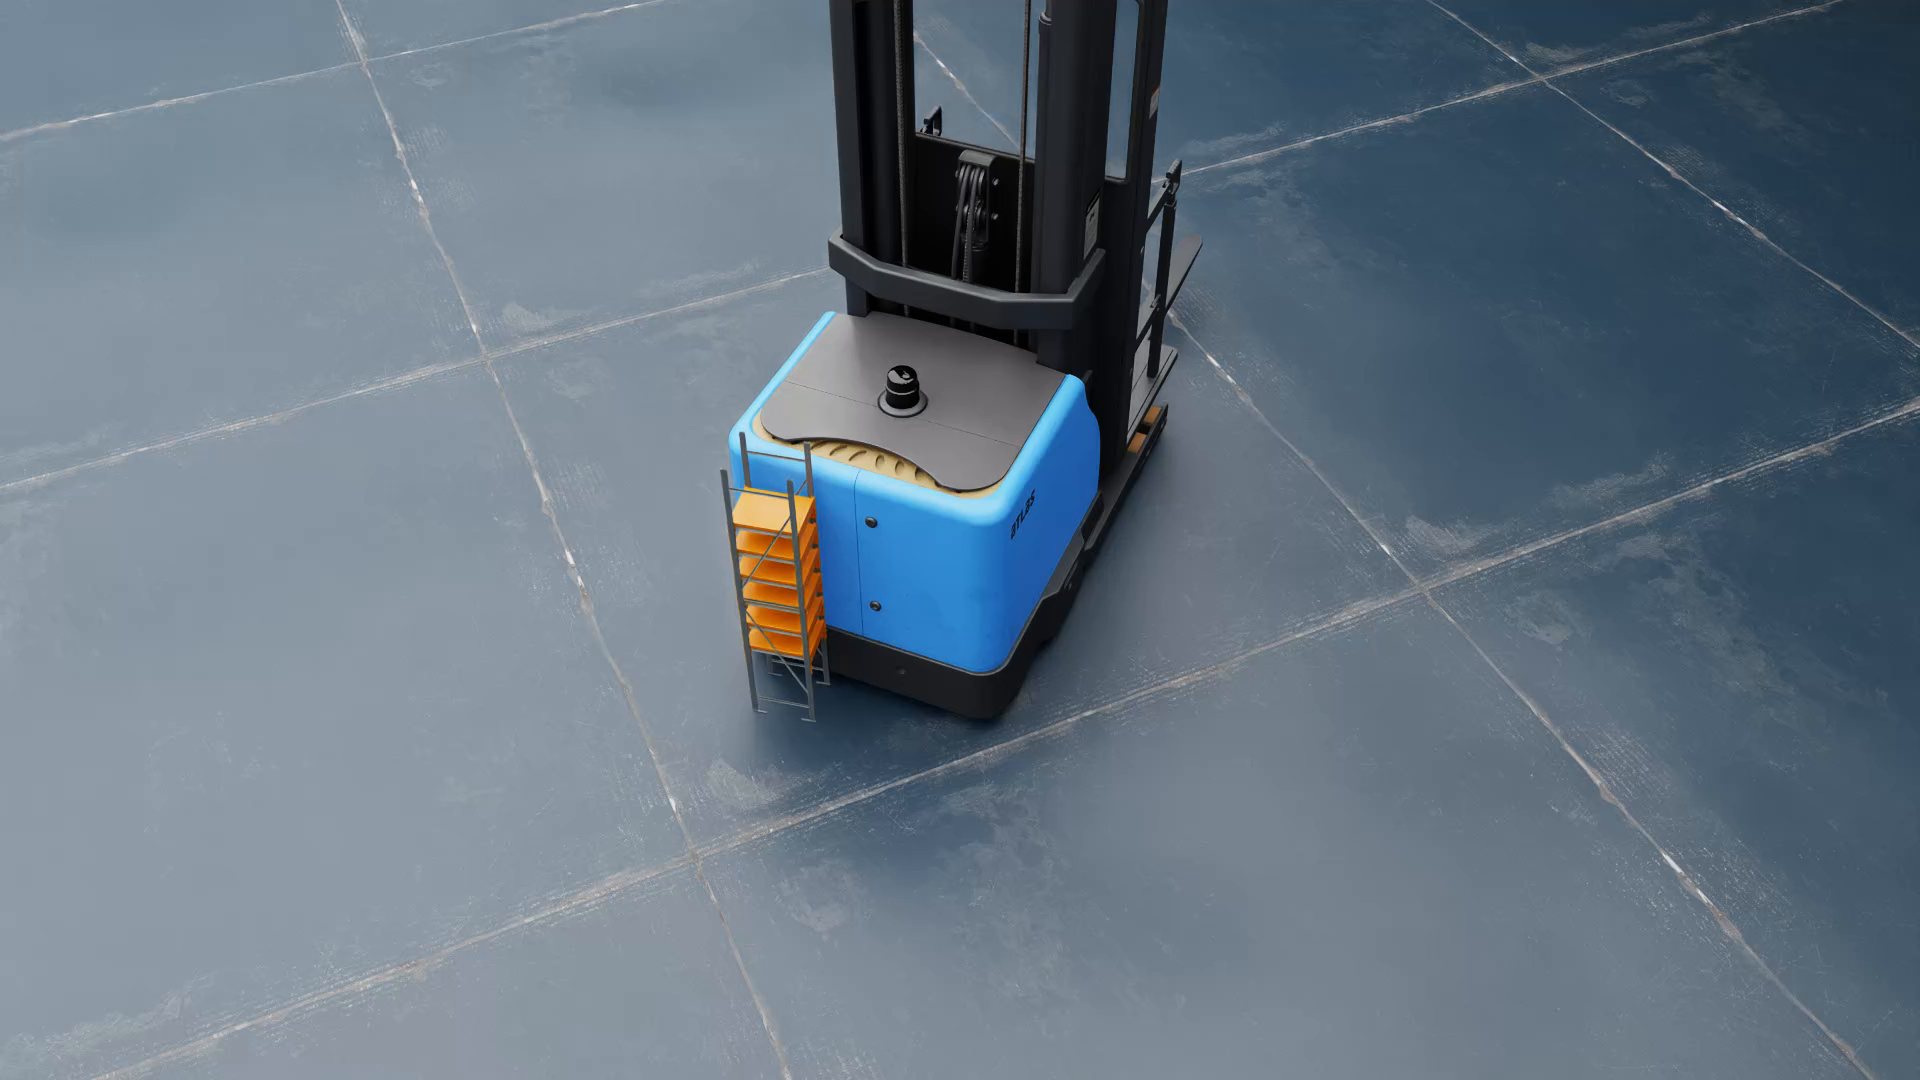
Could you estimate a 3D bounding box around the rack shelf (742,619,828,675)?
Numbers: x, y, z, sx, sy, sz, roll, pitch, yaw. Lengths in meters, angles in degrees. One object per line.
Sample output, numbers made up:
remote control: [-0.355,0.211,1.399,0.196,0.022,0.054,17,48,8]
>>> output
rack shelf: [-0.623,0.360,5.936,0.258,0.103,0.180,9,45,9]

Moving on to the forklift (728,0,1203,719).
forklift: [0.246,-1.446,6.129,1.130,2.935,3.031,17,47,16]

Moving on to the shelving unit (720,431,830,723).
shelving unit: [-0.623,0.157,5.736,0.258,1.200,0.189,9,45,9]

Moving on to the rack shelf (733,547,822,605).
rack shelf: [-0.623,0.104,5.683,0.258,0.103,0.180,9,45,9]

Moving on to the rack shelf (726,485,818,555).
rack shelf: [-0.623,-0.067,5.515,0.258,0.103,0.180,9,45,9]

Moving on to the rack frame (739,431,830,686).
rack frame: [-0.601,0.095,5.800,0.240,1.200,0.006,9,45,9]

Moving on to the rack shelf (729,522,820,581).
rack shelf: [-0.623,0.018,5.599,0.258,0.103,0.180,9,45,9]

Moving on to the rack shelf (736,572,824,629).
rack shelf: [-0.623,0.189,5.767,0.258,0.103,0.180,9,45,9]

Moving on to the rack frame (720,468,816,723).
rack frame: [-0.644,0.220,5.673,0.240,1.200,0.006,9,45,9]

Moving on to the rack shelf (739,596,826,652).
rack shelf: [-0.623,0.274,5.852,0.258,0.103,0.180,9,45,9]
